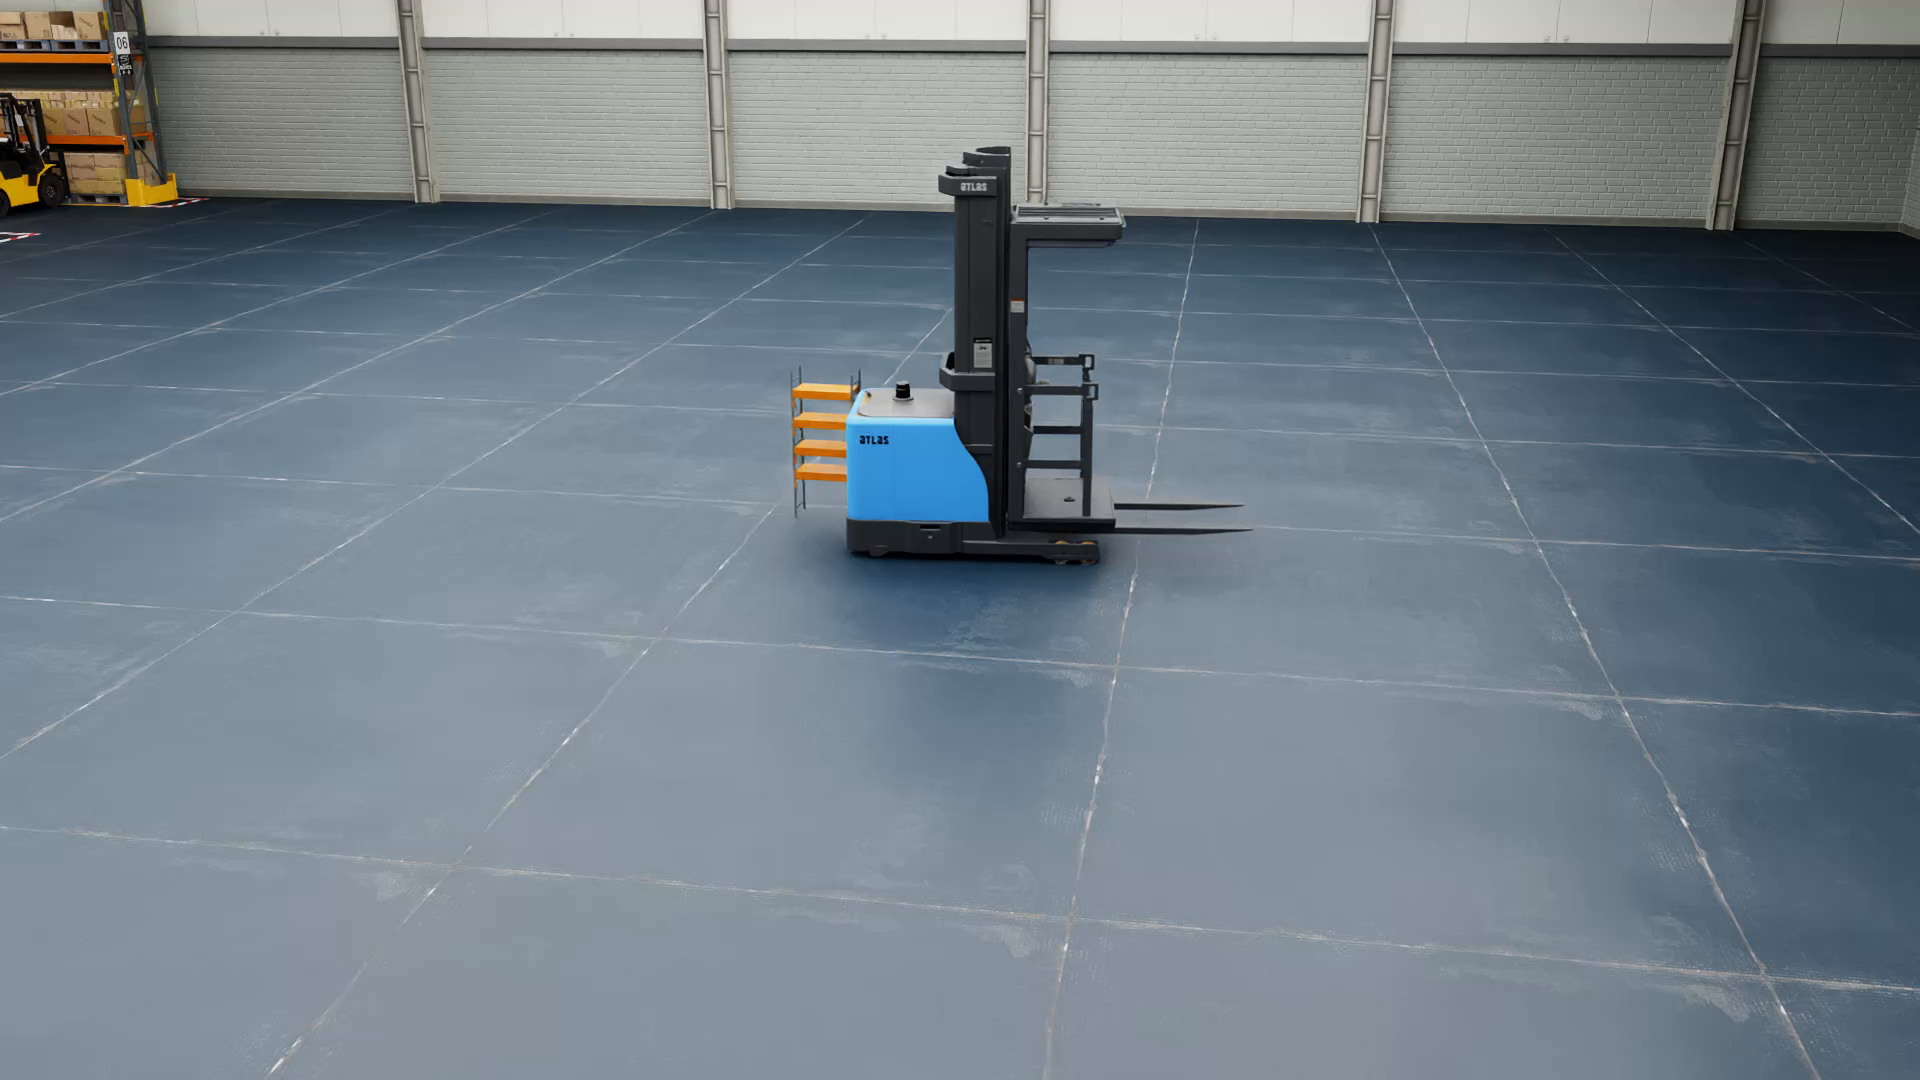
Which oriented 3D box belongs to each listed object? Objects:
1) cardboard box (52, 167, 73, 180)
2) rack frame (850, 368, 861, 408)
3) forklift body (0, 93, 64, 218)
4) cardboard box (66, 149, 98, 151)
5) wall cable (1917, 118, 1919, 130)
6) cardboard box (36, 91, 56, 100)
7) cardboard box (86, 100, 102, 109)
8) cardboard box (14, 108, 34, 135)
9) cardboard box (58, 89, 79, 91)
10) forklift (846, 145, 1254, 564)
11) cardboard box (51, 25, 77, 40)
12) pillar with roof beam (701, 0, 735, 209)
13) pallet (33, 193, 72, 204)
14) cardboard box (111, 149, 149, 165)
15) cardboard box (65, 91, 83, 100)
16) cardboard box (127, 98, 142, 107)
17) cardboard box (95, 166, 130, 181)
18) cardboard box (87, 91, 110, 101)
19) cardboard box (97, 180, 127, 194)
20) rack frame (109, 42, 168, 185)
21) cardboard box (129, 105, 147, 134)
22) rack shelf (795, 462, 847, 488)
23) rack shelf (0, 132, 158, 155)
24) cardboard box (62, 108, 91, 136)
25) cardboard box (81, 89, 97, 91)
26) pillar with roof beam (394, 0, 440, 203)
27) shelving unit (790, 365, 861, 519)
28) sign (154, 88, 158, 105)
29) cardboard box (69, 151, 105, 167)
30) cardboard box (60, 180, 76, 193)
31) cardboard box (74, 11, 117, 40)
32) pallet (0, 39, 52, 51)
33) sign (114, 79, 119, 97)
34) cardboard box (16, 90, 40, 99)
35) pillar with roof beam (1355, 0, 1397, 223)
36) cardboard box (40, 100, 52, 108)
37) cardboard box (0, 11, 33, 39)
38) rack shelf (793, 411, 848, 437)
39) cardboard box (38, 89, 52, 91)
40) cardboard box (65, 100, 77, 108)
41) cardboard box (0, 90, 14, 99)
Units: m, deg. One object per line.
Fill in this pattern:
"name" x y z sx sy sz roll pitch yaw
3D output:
"cardboard box" -17.360 -7.155 32.337 0.500 0.250 0.500 2 19 7
"rack frame" -0.811 -0.741 13.118 0.015 1.200 0.240 4 19 12
"forklift body" -17.985 -7.170 30.834 1.214 2.155 2.313 3 19 9
"cardboard box" -17.254 -7.554 32.740 0.500 0.250 0.500 3 19 8
"wall cable" 15.951 -7.666 26.418 0.112 2.526 3.097 3 19 9
"cardboard box" -17.487 -8.529 31.911 0.250 0.149 0.380 3 19 10
"cardboard box" -16.468 -8.337 31.804 0.250 0.149 0.380 3 19 10
"cardboard box" -17.866 -8.115 32.163 0.500 0.500 0.500 3 19 9
"cardboard box" -17.387 -8.728 32.503 0.250 0.149 0.380 2 19 7
"forklift" 0.686 -1.385 12.316 3.031 2.935 1.130 1 19 3
"cardboard box" -16.940 -9.613 31.464 0.258 0.266 0.396 3 19 9
"pillar with roof beam" -5.203 -9.258 26.283 0.400 9.000 9.100 3 19 9
"pallet" -17.787 -6.814 32.826 1.213 0.211 1.003 3 19 9
"cardboard box" -16.268 -7.501 32.583 0.500 0.250 0.500 3 19 8
"cardboard box" -16.956 -8.540 31.942 0.250 0.149 0.380 3 19 9
"cardboard box" -16.118 -8.502 32.297 0.250 0.149 0.380 2 19 7
"cardboard box" -16.354 -7.107 32.193 0.500 0.250 0.500 3 19 8
"cardboard box" -16.459 -8.499 31.821 0.250 0.149 0.380 3 19 9
"cardboard box" -16.338 -6.868 32.267 0.500 0.250 0.500 3 19 9
"rack frame" -15.824 -8.048 32.122 0.127 3.000 1.000 3 19 9
"cardboard box" -16.269 -8.208 32.441 0.500 0.500 0.500 4 19 10
"rack shelf" -1.050 -0.506 13.253 0.480 0.148 0.258 4 19 12
"rack shelf" -17.798 -7.808 32.537 4.000 0.370 1.077 3 19 9
"cardboard box" -16.862 -8.067 32.021 0.500 0.500 0.500 4 19 10
"cardboard box" -16.879 -8.678 32.355 0.250 0.149 0.380 3 19 9
"pillar with roof beam" -11.127 -9.560 27.186 0.400 9.000 9.100 3 19 9
"shelving unit" -1.050 -0.758 13.169 0.503 1.200 0.258 4 19 12
"sign" -15.730 -8.670 32.491 0.005 0.325 0.100 3 19 9
"cardboard box" -16.833 -7.367 32.182 0.500 0.250 0.500 3 19 10
"cardboard box" -17.320 -6.924 32.434 0.500 0.250 0.500 3 19 9
"cardboard box" -16.299 -9.711 31.386 0.500 0.500 0.500 4 19 10
"pallet" -17.726 -9.533 31.972 1.213 0.211 1.003 3 19 9
"sign" -15.924 -8.541 31.395 0.005 0.325 0.100 3 19 9
"cardboard box" -17.972 -8.590 32.092 0.250 0.149 0.380 3 19 9
"pillar with roof beam" 6.645 -8.654 24.478 0.400 9.000 9.100 3 19 9
"cardboard box" -17.481 -8.390 31.963 0.250 0.149 0.380 3 19 9
"cardboard box" -17.866 -9.837 31.757 0.637 0.503 0.797 4 19 10
"rack shelf" -1.050 -0.906 13.119 0.480 0.148 0.258 4 19 12
"cardboard box" -17.906 -8.727 32.503 0.250 0.149 0.380 3 19 10
"cardboard box" -16.957 -8.385 31.948 0.250 0.149 0.380 3 19 8
"cardboard box" -18.481 -8.592 32.099 0.250 0.149 0.380 3 19 8
